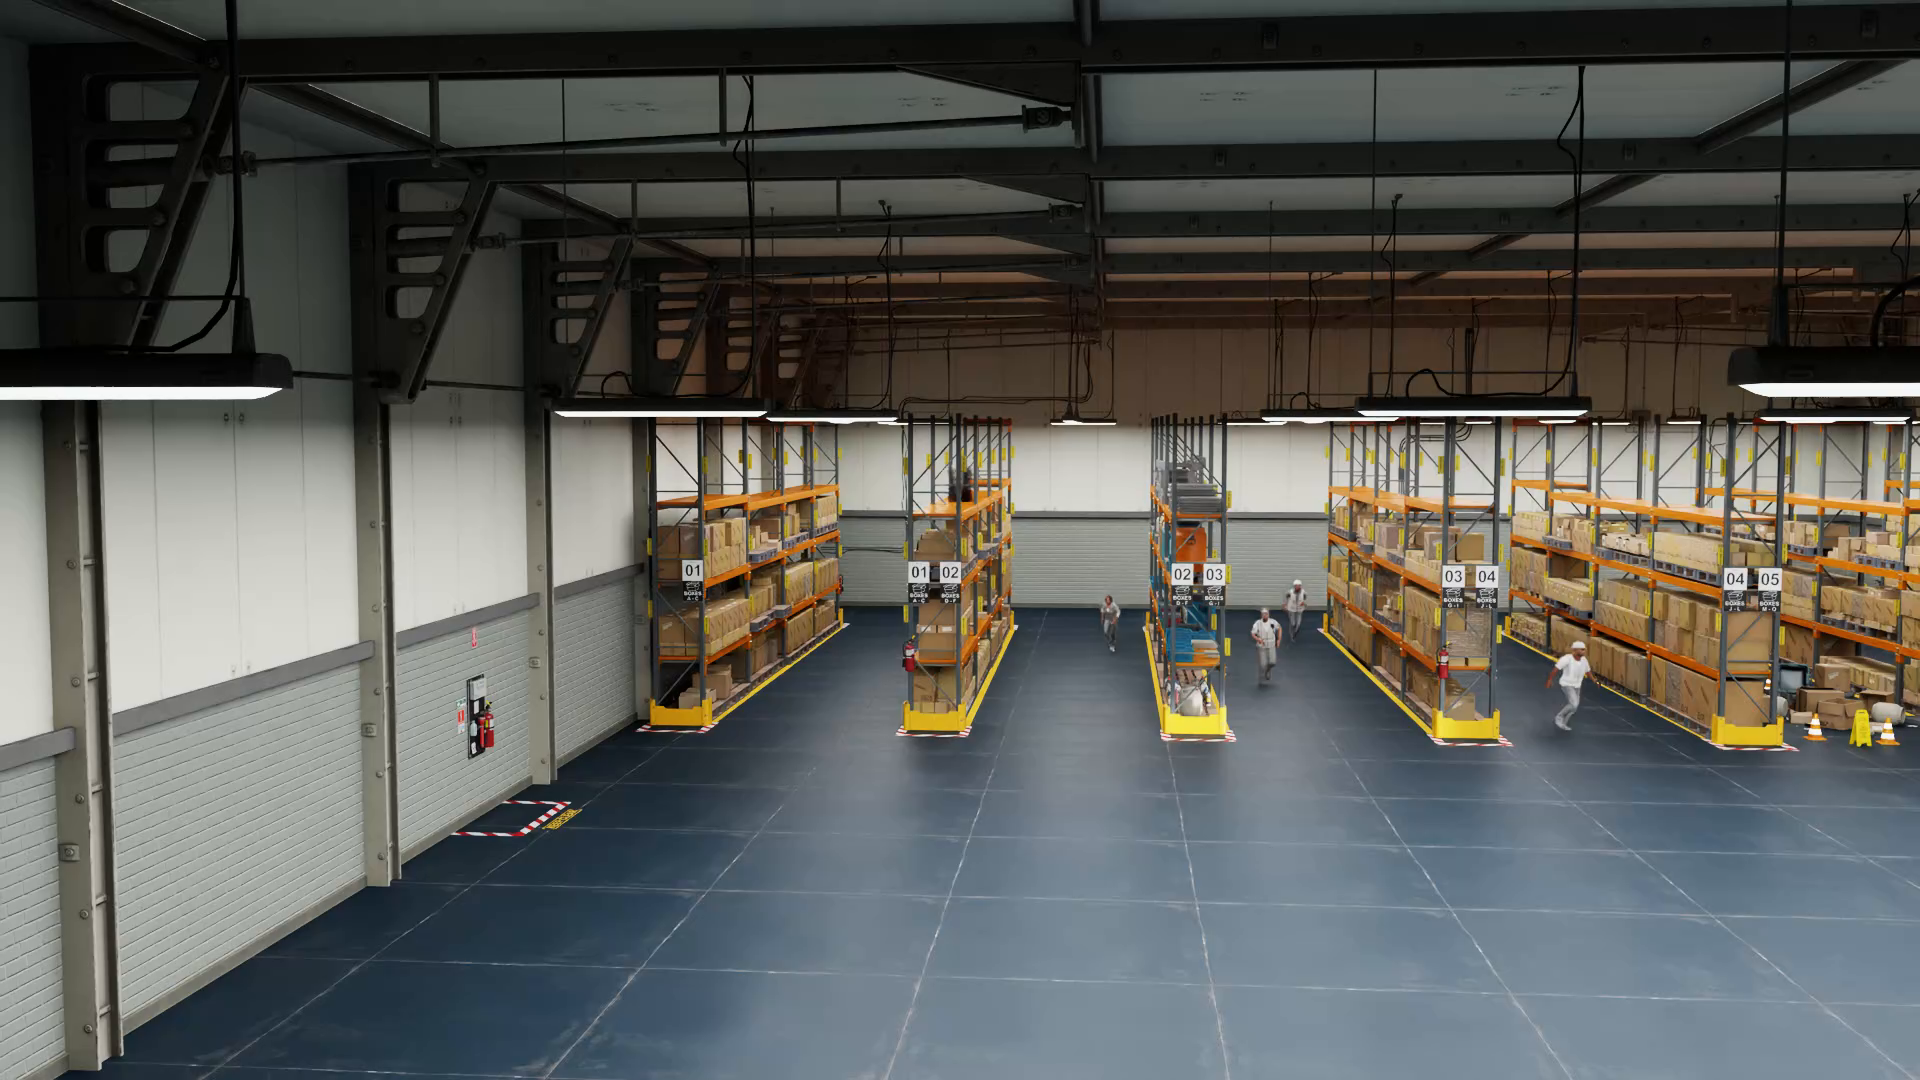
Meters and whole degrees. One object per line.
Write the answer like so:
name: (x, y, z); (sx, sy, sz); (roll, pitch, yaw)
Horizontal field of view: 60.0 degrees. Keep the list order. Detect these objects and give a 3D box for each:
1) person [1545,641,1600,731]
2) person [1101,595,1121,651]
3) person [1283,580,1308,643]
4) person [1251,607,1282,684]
person: (11.559, 2.751, 31.292); (0.676, 1.715, 0.833); (-2, 4, -28)
person: (3.926, 2.135, 42.962); (0.531, 1.482, 0.915); (1, 4, 21)
person: (8.967, 1.900, 44.397); (0.644, 1.703, 0.720); (0, 4, -2)
person: (6.846, 2.361, 37.052); (0.698, 1.737, 0.692); (0, 4, 1)
